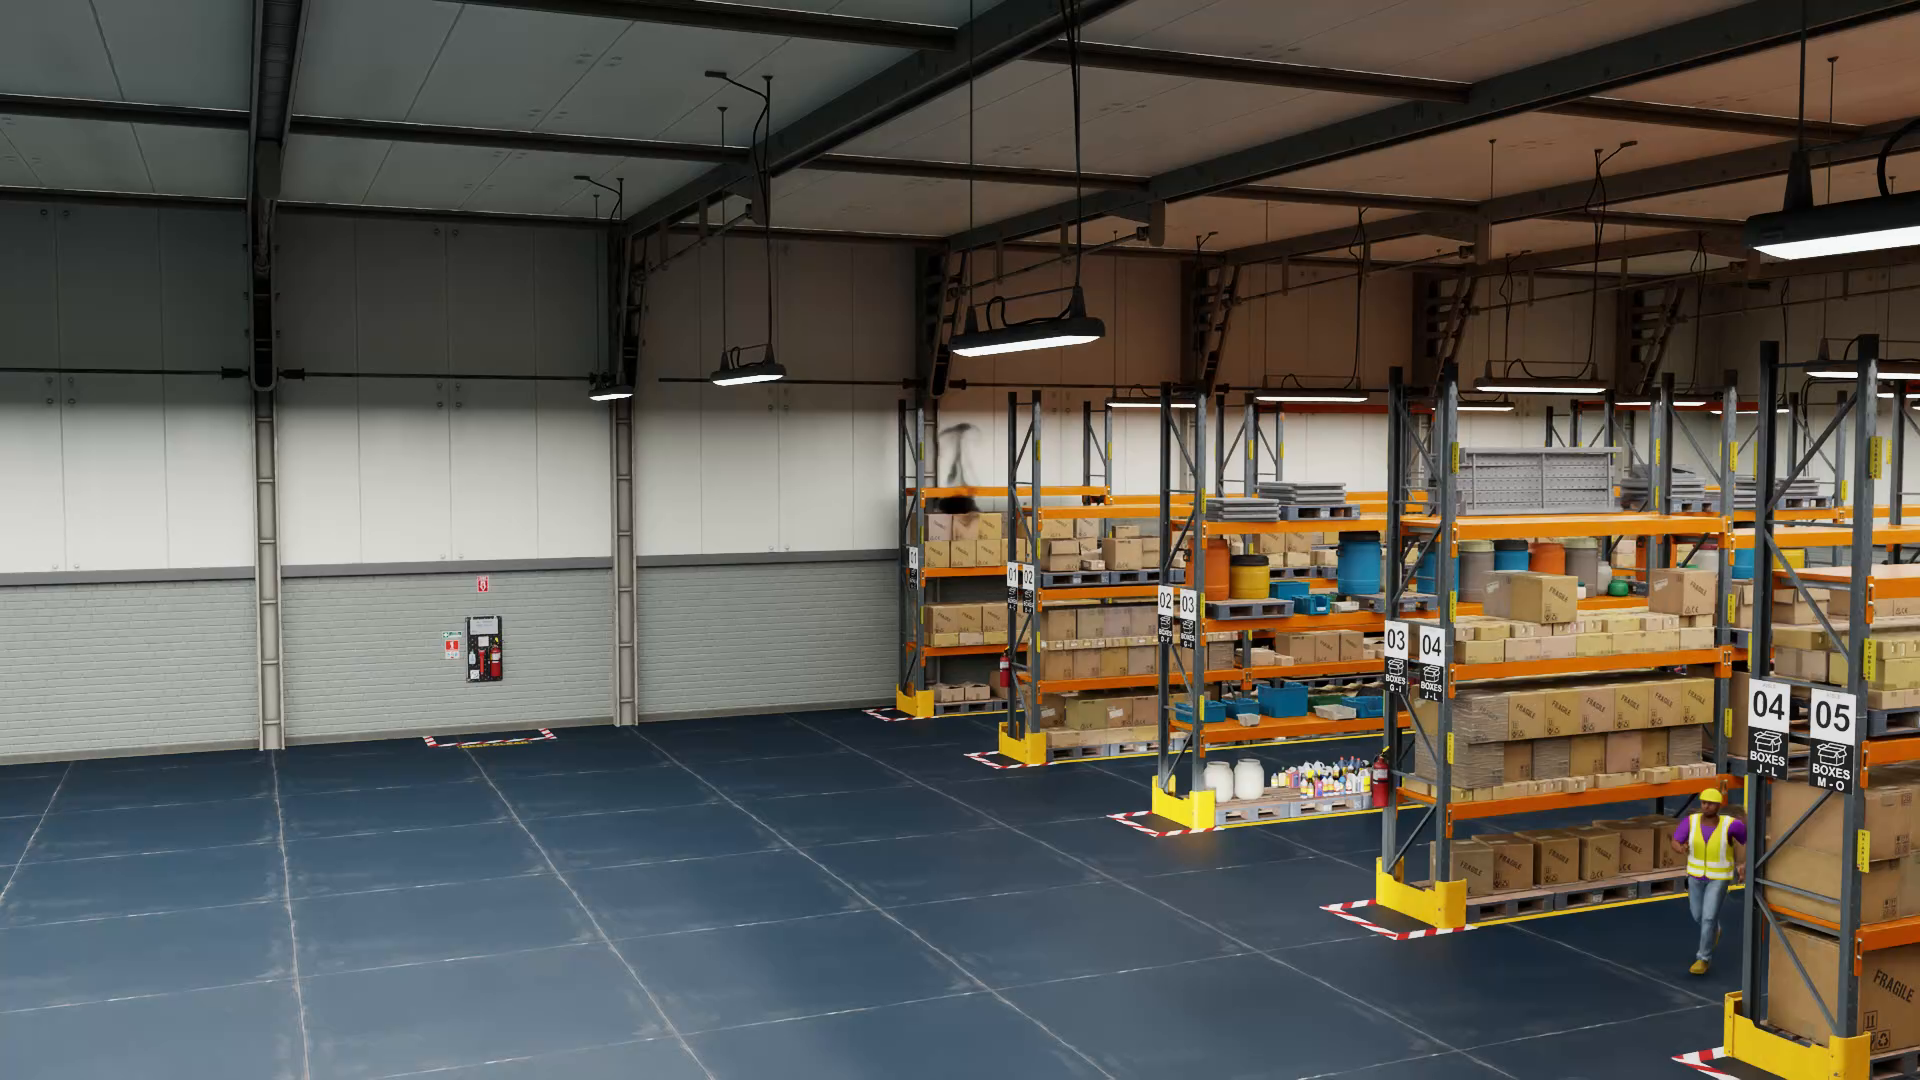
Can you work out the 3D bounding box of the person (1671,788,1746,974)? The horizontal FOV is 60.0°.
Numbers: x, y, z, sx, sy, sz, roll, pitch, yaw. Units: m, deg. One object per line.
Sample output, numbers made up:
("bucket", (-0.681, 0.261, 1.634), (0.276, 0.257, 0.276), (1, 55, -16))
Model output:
("person", (7.369, 3.303, 16.352), (0.721, 1.749, 0.926), (3, 5, 42))
